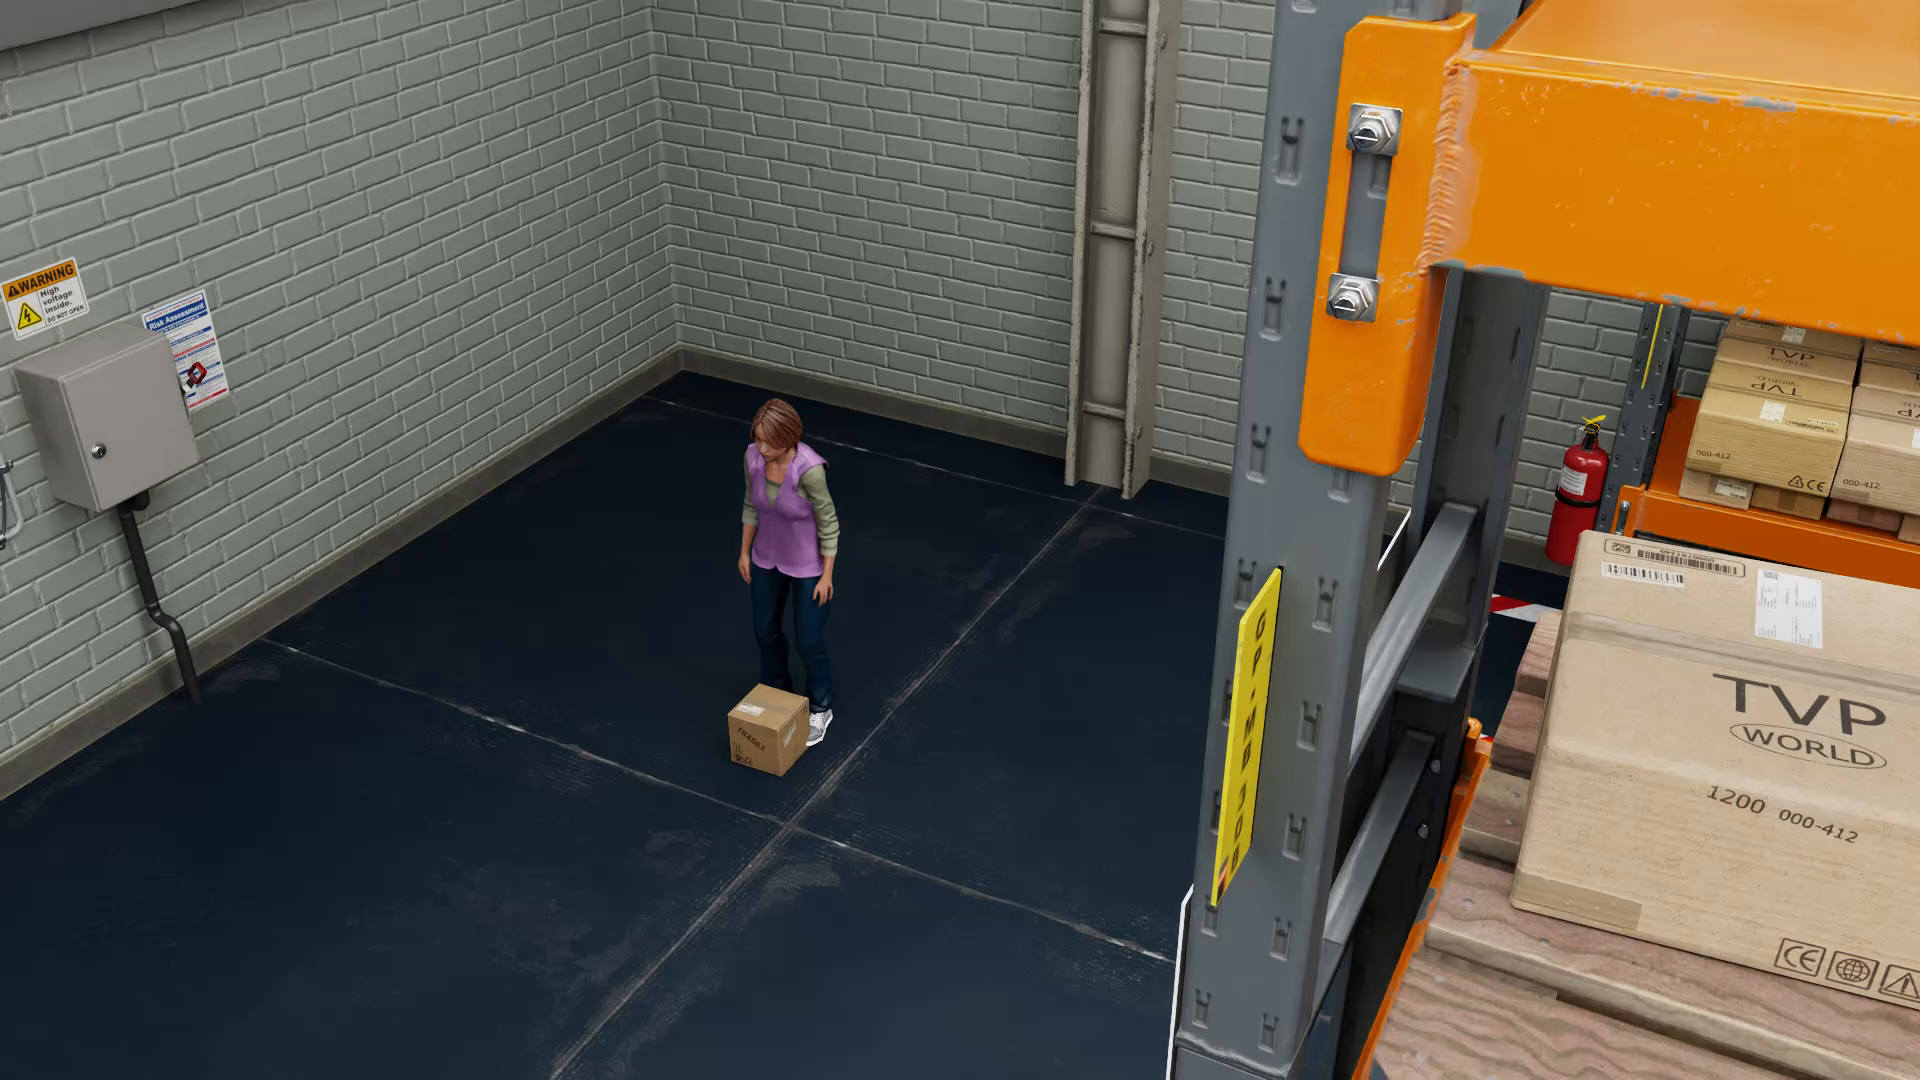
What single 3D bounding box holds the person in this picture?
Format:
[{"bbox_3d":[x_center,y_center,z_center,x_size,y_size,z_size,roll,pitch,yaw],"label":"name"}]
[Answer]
[{"bbox_3d":[-0.710,0.118,6.942,0.460,1.592,0.344,15,34,23],"label":"person"}]
